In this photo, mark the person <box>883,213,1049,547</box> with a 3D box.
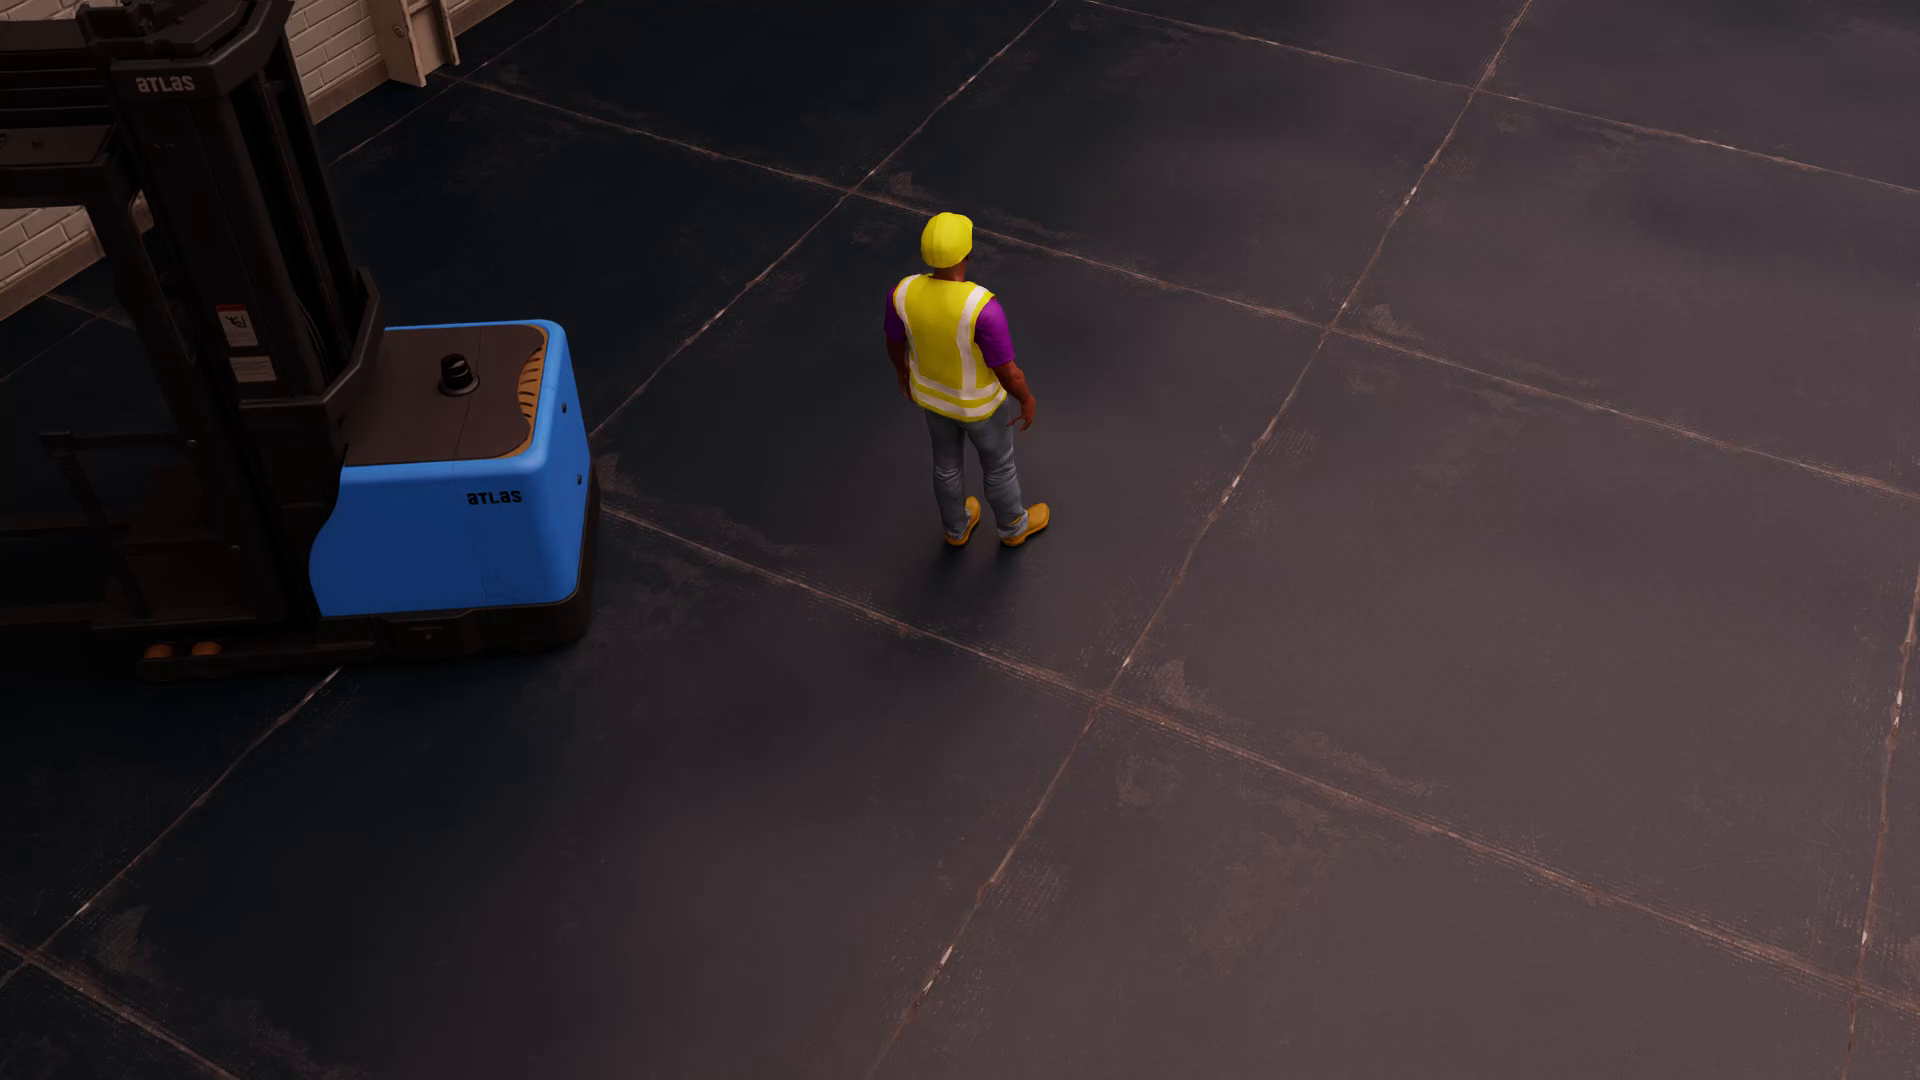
[{"bbox_3d":[0.038,-0.688,7.223,0.665,1.766,0.576,20,47,20],"label":"person"}]

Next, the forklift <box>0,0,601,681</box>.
[{"bbox_3d":[-3.179,-0.839,6.545,3.031,2.935,1.130,-3,43,-4],"label":"forklift"}]
